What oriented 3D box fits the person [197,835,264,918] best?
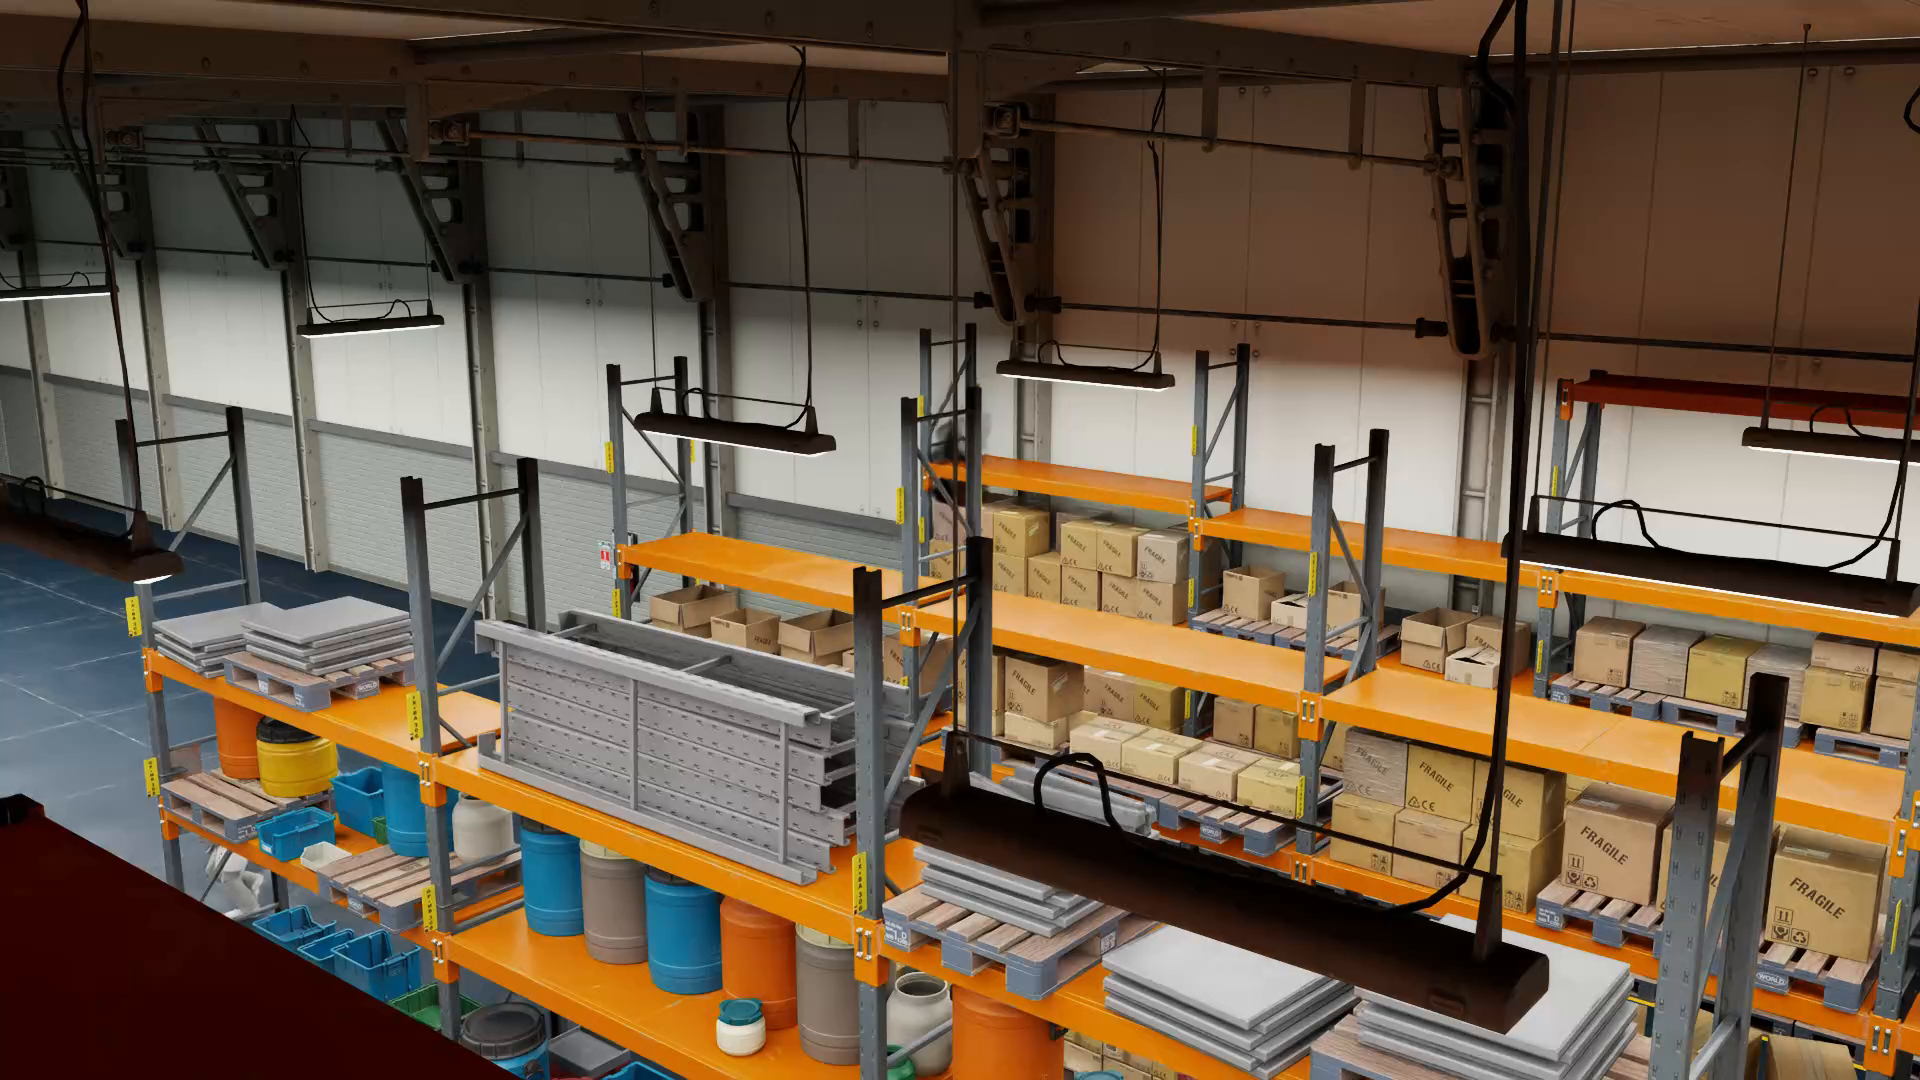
[{"bbox_3d":[-7.853,3.265,17.883,0.624,1.731,0.714,-6,14,-25],"label":"person"}]
